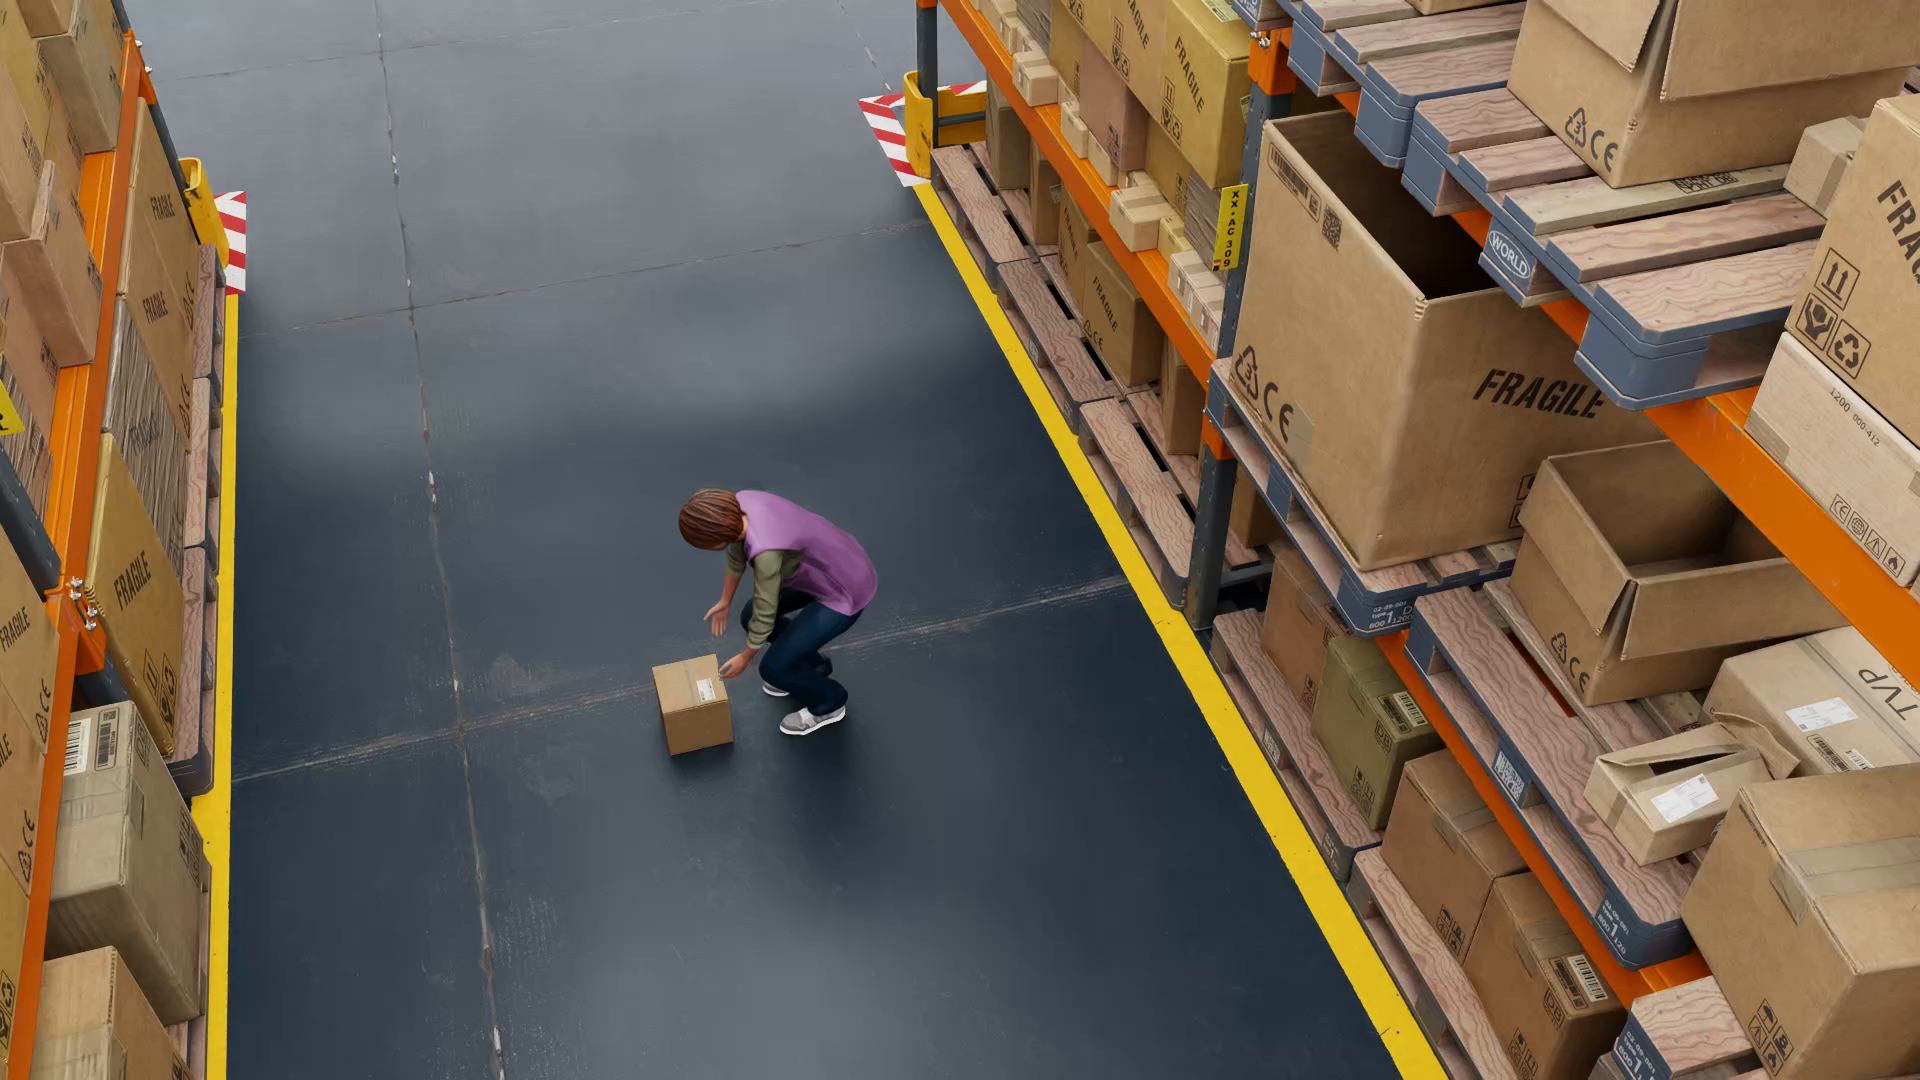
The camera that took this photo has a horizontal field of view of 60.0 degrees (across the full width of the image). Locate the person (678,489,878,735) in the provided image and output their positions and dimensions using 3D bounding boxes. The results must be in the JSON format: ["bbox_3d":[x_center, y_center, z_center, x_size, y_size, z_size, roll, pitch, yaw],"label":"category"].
[{"bbox_3d":[-0.644,0.246,6.199,0.701,1.199,0.461,-12,44,-13],"label":"person"}]
